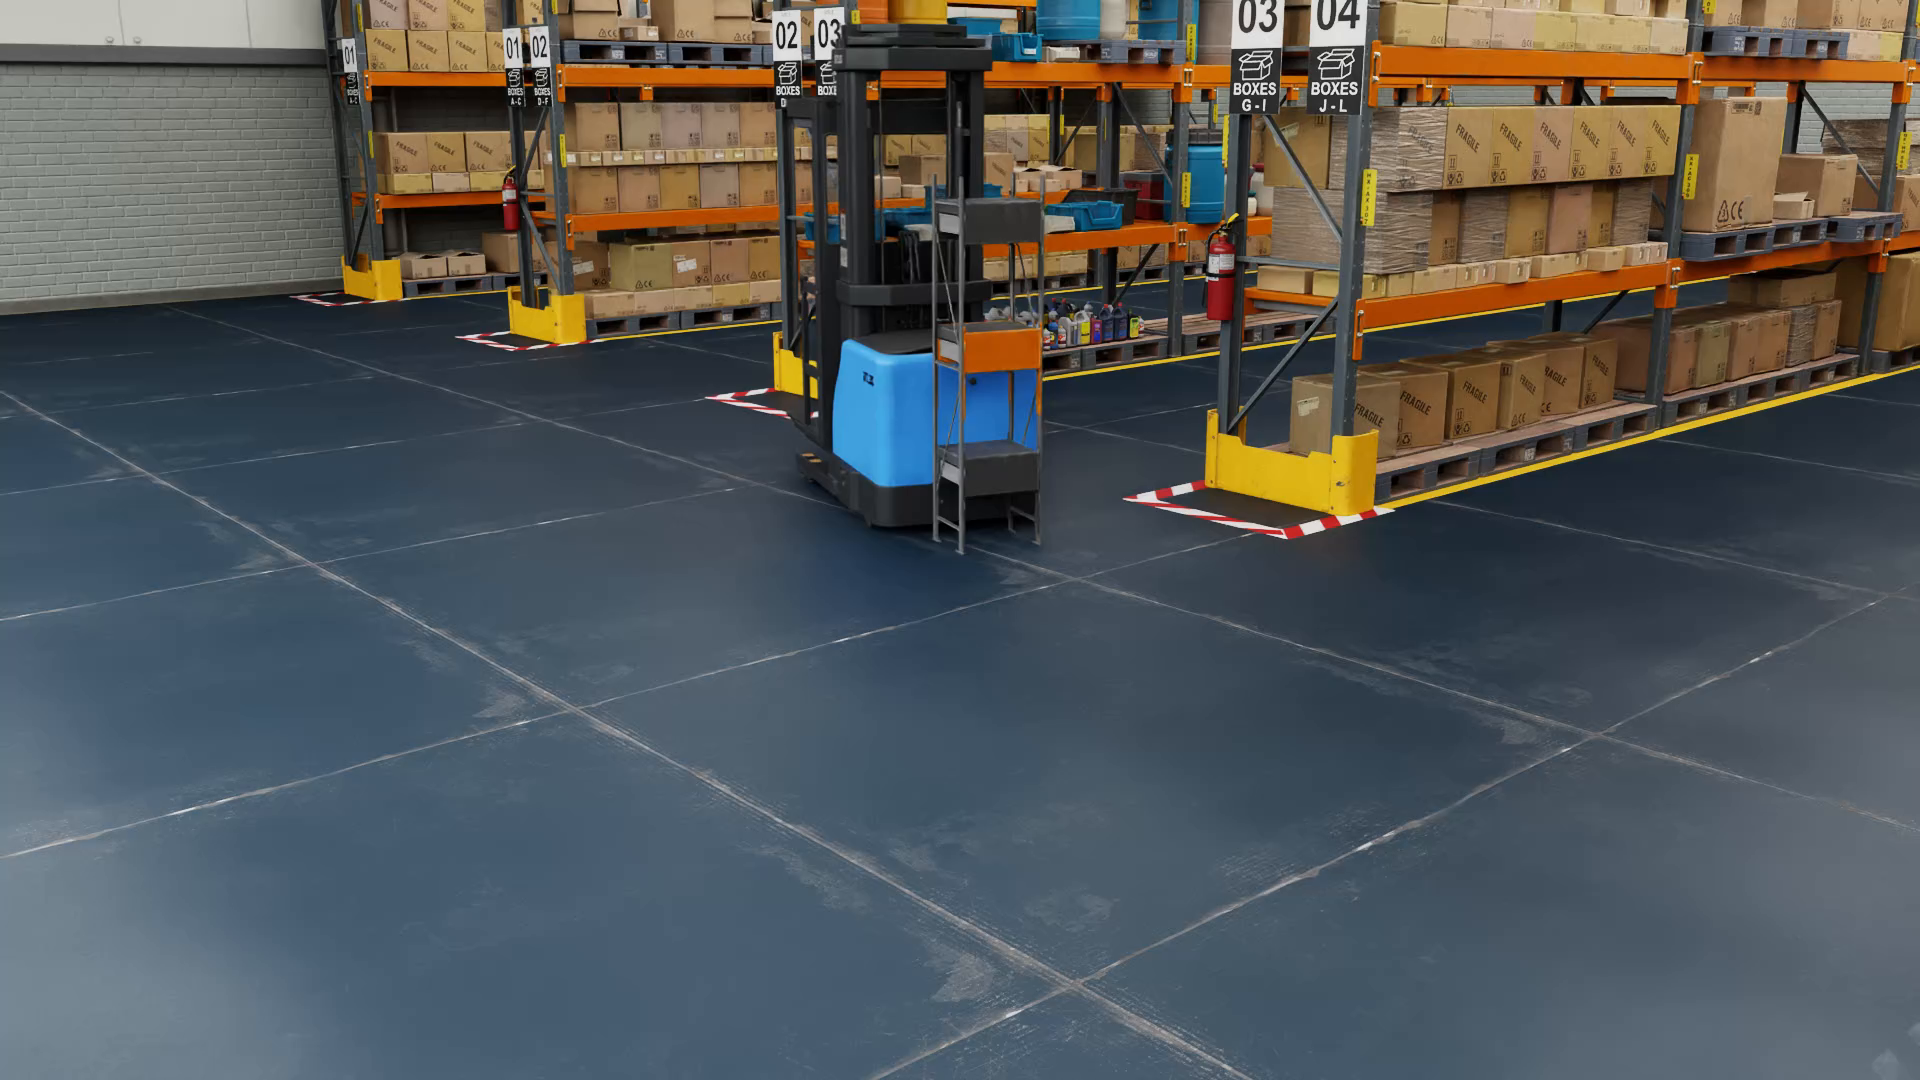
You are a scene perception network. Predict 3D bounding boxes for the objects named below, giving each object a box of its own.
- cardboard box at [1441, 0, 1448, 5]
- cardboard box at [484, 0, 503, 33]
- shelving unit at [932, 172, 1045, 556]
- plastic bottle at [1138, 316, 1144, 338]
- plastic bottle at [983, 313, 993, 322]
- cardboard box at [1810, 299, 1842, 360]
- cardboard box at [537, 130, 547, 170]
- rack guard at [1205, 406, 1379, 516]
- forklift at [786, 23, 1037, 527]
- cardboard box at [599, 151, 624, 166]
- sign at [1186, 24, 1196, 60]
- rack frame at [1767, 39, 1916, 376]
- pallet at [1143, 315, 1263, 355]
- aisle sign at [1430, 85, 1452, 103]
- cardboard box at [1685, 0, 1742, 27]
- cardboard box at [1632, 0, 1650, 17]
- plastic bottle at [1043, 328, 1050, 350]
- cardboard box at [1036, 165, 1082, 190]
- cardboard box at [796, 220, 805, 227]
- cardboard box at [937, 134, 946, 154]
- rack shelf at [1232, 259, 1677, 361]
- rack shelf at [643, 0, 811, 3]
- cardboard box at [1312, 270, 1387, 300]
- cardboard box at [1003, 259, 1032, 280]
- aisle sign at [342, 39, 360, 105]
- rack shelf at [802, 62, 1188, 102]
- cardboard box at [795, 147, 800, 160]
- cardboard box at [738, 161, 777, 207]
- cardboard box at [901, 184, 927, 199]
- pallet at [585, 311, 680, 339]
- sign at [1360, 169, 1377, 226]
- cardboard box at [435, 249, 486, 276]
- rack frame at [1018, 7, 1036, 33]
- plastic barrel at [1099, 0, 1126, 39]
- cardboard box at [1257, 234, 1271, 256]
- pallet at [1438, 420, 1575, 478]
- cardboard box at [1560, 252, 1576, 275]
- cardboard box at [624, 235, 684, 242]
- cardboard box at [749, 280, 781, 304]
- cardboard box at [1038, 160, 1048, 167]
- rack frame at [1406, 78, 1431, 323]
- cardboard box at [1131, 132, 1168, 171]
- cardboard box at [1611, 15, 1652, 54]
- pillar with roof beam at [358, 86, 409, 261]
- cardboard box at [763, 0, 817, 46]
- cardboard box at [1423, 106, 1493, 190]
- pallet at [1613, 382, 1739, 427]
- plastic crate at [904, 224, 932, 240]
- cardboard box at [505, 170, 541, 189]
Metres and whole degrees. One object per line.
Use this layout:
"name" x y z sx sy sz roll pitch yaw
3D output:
"cardboard box" 2.794 -3.382 10.305 0.250 0.149 0.380 -13 20 -40
"cardboard box" -6.360 -6.984 22.101 0.500 0.500 0.500 -13 20 -39
"shelving unit" 0.155 -0.999 9.420 0.503 2.100 0.431 -7 16 -23
"plastic bottle" 1.763 -2.100 16.368 0.097 0.201 0.097 0 15 0
"plastic bottle" 0.225 -2.037 15.991 0.135 0.276 0.152 -13 20 -41
"cardboard box" 7.609 -1.962 15.274 0.500 0.500 0.700 -14 20 -42
"cardboard box" -5.585 -5.280 22.504 0.500 0.500 0.500 -13 20 -41
"rack guard" 2.123 -0.524 10.745 0.348 0.500 1.175 -13 19 -39
"forklift" -0.479 -1.827 10.912 1.130 2.935 3.031 -5 16 -19
"cardboard box" -3.799 -4.080 17.761 0.250 0.149 0.380 -13 20 -41
"sign" 2.185 -4.706 15.724 0.005 0.325 0.100 -13 19 -39
"rack frame" 8.101 -3.074 15.447 0.127 3.000 1.000 -13 19 -39
"pallet" 2.399 -2.154 17.407 1.213 0.211 1.003 -13 19 -39
"aisle sign" 7.889 -7.567 27.228 0.004 0.787 0.394 -13 19 -39
"cardboard box" 5.503 -4.159 12.682 0.637 0.503 0.797 -14 20 -42
"cardboard box" 4.634 -3.768 11.750 0.250 0.149 0.380 -14 20 -42
"plastic bottle" 0.796 -1.882 15.554 0.097 0.201 0.097 0 15 0
"cardboard box" 1.298 -4.907 22.482 0.500 0.311 0.500 -11 19 -36
"cardboard box" -2.628 -4.776 25.807 0.500 0.500 0.700 -13 20 -39
"cardboard box" -0.343 -6.372 26.985 0.500 0.500 0.500 -13 20 -40
"rack shelf" 3.575 -1.710 11.735 4.000 0.370 1.077 -13 19 -39
"rack shelf" -3.162 -7.986 24.380 4.000 0.370 1.077 -13 19 -39
"cardboard box" 2.437 -1.600 10.413 0.250 0.149 0.380 -13 19 -39
"cardboard box" 0.596 -3.569 21.813 0.500 0.250 0.500 -12 19 -38
"aisle sign" -7.546 -5.798 20.604 0.004 0.787 0.394 -13 19 -39
"rack shelf" 0.323 -4.124 14.958 4.000 0.370 1.077 -13 19 -39
"cardboard box" -2.062 -4.469 19.217 0.250 0.149 0.380 -13 20 -39
"cardboard box" -2.522 -4.123 19.180 0.500 0.500 0.700 -12 19 -39
"cardboard box" -0.614 -4.315 20.578 0.250 0.149 0.380 -13 19 -39
"pallet" -3.885 -2.439 18.472 1.213 0.211 1.003 -13 19 -39
"sign" 2.422 -2.032 9.867 0.005 0.325 0.100 -13 19 -39
"cardboard box" -6.678 -3.722 22.229 0.500 0.311 0.500 -11 18 -35
"rack frame" 1.364 -9.543 28.040 0.127 3.000 1.000 -13 19 -39
"plastic barrel" 1.378 -5.032 15.935 0.421 0.512 0.421 0 15 0
"cardboard box" 4.434 -4.547 24.951 0.500 0.500 0.500 -13 20 -40
"pallet" 3.679 -0.721 12.041 1.213 0.211 1.003 -13 19 -39
"cardboard box" 4.139 -1.980 11.836 0.250 0.149 0.380 -13 19 -39
"cardboard box" -3.480 -3.206 19.002 0.500 0.500 0.500 -13 19 -39
"cardboard box" -2.374 -2.909 19.342 0.500 0.250 0.500 -13 19 -39
"cardboard box" 1.295 -6.421 28.424 0.250 0.149 0.380 -12 19 -39
"rack frame" 4.850 -4.039 19.057 0.127 3.000 1.000 -13 19 -39
"cardboard box" 2.817 -5.501 23.525 0.500 0.500 0.700 -9 17 -29
"cardboard box" 4.510 -3.559 11.740 0.500 0.250 0.500 -12 19 -38
"pillar with roof beam" -4.902 -6.959 18.367 0.400 9.000 9.100 -13 19 -39
"cardboard box" -1.970 -6.060 19.533 0.500 0.500 0.500 -11 18 -35
"cardboard box" 3.042 -2.518 10.656 0.500 0.500 0.500 -13 19 -39
"pallet" 5.670 -1.182 13.765 1.213 0.211 1.003 -13 19 -39
"plastic crate" -0.299 -2.645 14.351 0.250 0.136 0.298 -13 19 -39
"cardboard box" -5.959 -4.831 22.276 0.500 0.250 0.500 -12 19 -39
